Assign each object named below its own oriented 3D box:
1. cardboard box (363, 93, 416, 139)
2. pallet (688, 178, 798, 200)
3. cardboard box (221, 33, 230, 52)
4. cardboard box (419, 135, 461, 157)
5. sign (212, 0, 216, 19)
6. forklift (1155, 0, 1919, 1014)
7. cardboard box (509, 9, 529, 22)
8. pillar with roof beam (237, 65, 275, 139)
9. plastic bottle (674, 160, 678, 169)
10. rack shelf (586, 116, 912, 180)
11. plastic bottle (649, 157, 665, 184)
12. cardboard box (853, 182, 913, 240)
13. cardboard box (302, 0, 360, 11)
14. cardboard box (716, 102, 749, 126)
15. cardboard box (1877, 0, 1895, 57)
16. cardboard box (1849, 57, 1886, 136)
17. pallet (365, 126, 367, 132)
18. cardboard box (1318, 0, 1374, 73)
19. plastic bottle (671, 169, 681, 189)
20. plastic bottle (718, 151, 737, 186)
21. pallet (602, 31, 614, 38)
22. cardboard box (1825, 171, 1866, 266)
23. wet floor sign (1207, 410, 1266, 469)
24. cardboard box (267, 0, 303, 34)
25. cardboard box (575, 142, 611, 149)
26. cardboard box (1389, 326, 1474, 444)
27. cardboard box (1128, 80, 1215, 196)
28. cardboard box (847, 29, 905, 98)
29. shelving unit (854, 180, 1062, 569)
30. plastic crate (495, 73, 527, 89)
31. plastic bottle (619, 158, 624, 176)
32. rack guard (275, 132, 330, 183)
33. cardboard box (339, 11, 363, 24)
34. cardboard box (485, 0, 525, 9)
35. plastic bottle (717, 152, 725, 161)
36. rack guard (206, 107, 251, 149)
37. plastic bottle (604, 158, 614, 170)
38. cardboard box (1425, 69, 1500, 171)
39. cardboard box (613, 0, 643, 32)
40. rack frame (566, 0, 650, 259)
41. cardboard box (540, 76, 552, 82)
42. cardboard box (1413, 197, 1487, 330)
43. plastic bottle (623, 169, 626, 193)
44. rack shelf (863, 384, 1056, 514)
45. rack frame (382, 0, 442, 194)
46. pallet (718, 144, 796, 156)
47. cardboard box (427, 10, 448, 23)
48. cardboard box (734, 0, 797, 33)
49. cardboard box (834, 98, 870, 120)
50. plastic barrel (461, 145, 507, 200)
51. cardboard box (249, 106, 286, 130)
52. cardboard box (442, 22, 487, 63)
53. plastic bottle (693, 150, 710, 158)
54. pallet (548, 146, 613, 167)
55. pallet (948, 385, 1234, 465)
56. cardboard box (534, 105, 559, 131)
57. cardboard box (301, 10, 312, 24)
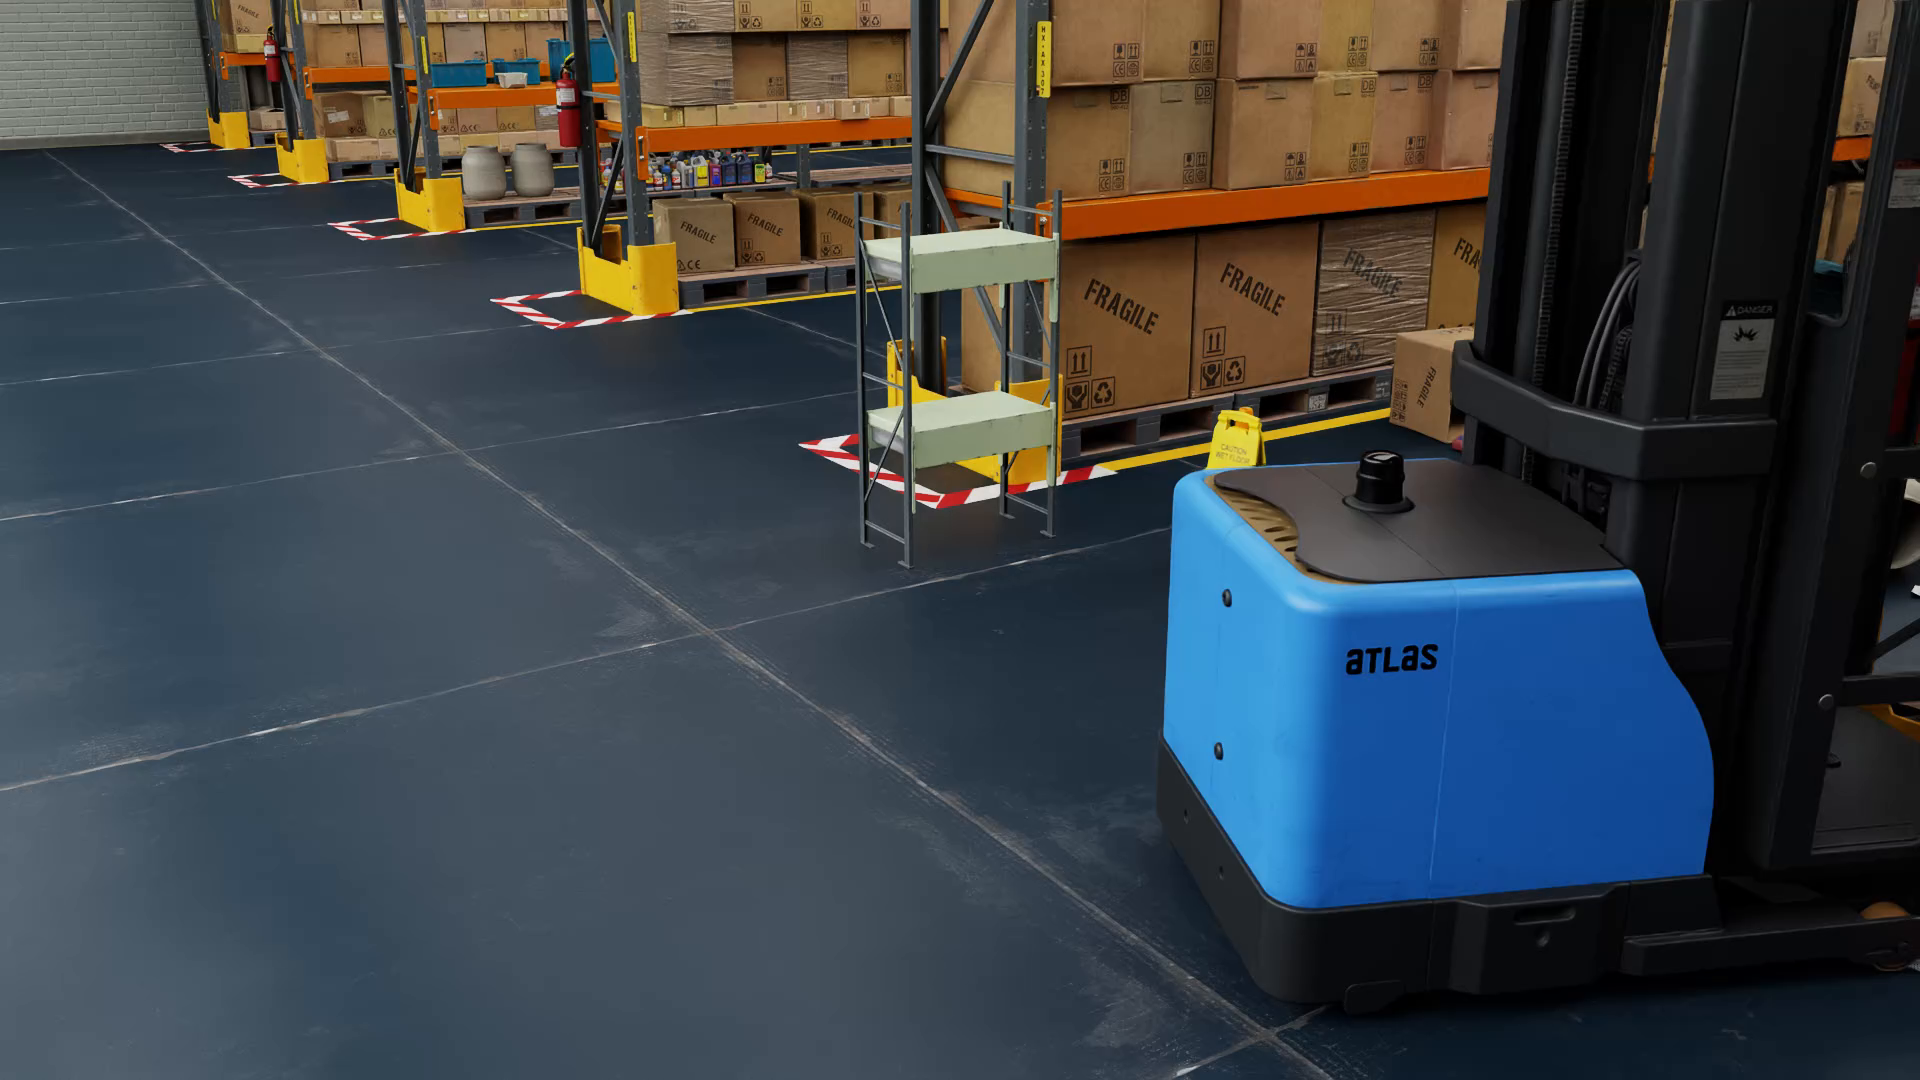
[{"bbox_3d":[-7.025,-5.237,20.519,0.500,0.500,0.500,-12,22,-31],"label":"cardboard box"},{"bbox_3d":[-2.534,-3.813,18.193,1.213,0.211,1.003,-12,22,-31],"label":"pallet"},{"bbox_3d":[-10.455,-7.259,24.235,0.500,0.250,0.500,-12,22,-31],"label":"cardboard box"},{"bbox_3d":[-6.608,-4.970,20.900,0.500,0.250,0.500,-12,22,-31],"label":"cardboard box"},{"bbox_3d":[-10.441,-7.451,23.250,0.005,0.325,0.100,-12,22,-31],"label":"sign"},{"bbox_3d":[2.120,-0.489,4.114,3.031,2.935,1.130,-3,19,-9],"label":"forklift"},{"bbox_3d":[-5.631,-6.637,21.025,0.250,0.149,0.380,-12,22,-32],"label":"cardboard box"},{"bbox_3d":[-8.263,-9.231,20.500,0.400,9.000,9.100,-12,22,-31],"label":"pillar with roof beam"},{"bbox_3d":[-2.956,-3.882,17.598,0.133,0.283,0.061,-12,22,-31],"label":"plastic bottle"},{"bbox_3d":[-0.896,-3.223,13.218,4.000,0.370,1.077,-12,22,-31],"label":"rack shelf"},{"bbox_3d":[-3.262,-3.984,17.913,0.135,0.276,0.152,-12,22,-31],"label":"plastic bottle"},{"bbox_3d":[-0.531,-2.638,13.611,0.500,0.500,0.500,-14,23,-36],"label":"cardboard box"},{"bbox_3d":[-7.571,-6.612,19.937,0.500,0.500,0.700,-12,22,-31],"label":"cardboard box"},{"bbox_3d":[-1.761,-3.158,12.294,0.250,0.149,0.380,-12,22,-31],"label":"cardboard box"},{"bbox_3d":[6.378,-3.721,11.850,0.500,0.500,0.700,-12,22,-32],"label":"cardboard box"},{"bbox_3d":[6.113,-3.085,11.530,0.500,0.500,0.500,-12,22,-31],"label":"cardboard box"},{"bbox_3d":[-8.960,-6.226,25.331,1.213,0.211,1.003,-12,22,-31],"label":"pallet"},{"bbox_3d":[1.730,-2.817,8.972,0.500,0.550,0.875,-12,22,-31],"label":"cardboard box"},{"bbox_3d":[-2.981,-3.787,17.444,0.097,0.201,0.097,0,19,0],"label":"plastic bottle"},{"bbox_3d":[-2.489,-3.970,17.754,0.185,0.351,0.144,-13,23,-34],"label":"plastic bottle"},{"bbox_3d":[-5.689,-8.145,26.953,1.213,0.211,1.003,-12,22,-31],"label":"pallet"},{"bbox_3d":[6.200,-2.326,12.299,0.750,0.750,1.050,-12,22,-32],"label":"cardboard box"},{"bbox_3d":[1.142,-0.217,6.879,0.232,0.644,0.267,-17,25,-41],"label":"wet floor sign"},{"bbox_3d":[-9.757,-7.568,23.979,0.500,0.500,0.500,-12,22,-31],"label":"cardboard box"},{"bbox_3d":[-4.938,-5.323,21.943,0.500,0.250,0.500,-12,22,-31],"label":"cardboard box"},{"bbox_3d":[2.686,-0.841,8.947,0.500,0.500,0.500,-8,20,-22],"label":"cardboard box"},{"bbox_3d":[0.809,-2.118,8.593,0.550,0.550,0.875,-12,22,-31],"label":"cardboard box"},{"bbox_3d":[-0.875,-3.771,13.095,0.500,0.500,0.875,-12,22,-31],"label":"cardboard box"},{"bbox_3d":[-0.006,-0.709,7.001,0.755,1.500,0.431,-12,22,-31],"label":"shelving unit"},{"bbox_3d":[-4.366,-4.483,16.233,0.250,0.136,0.298,-12,22,-31],"label":"plastic crate"},{"bbox_3d":[-3.656,-3.957,17.831,0.135,0.276,0.152,-13,22,-33],"label":"plastic bottle"},{"bbox_3d":[-8.032,-4.673,20.288,0.348,0.500,1.175,-12,22,-31],"label":"rack guard"},{"bbox_3d":[-7.346,-6.275,19.954,0.250,0.149,0.380,-13,22,-33],"label":"cardboard box"},{"bbox_3d":[-5.878,-6.971,21.000,0.500,0.500,0.700,-12,22,-31],"label":"cardboard box"},{"bbox_3d":[-2.653,-4.131,18.335,0.133,0.283,0.061,-12,22,-31],"label":"plastic bottle"},{"bbox_3d":[-10.676,-6.015,24.258,0.348,0.500,1.175,-12,22,-31],"label":"rack guard"},{"bbox_3d":[-3.713,-3.907,17.673,0.133,0.283,0.061,-12,22,-31],"label":"plastic bottle"},{"bbox_3d":[2.669,-2.471,9.638,0.550,0.550,0.875,-12,22,-31],"label":"cardboard box"},{"bbox_3d":[-2.243,-4.036,12.319,0.500,0.500,0.500,-12,22,-31],"label":"cardboard box"},{"bbox_3d":[-2.566,-3.211,12.061,0.127,3.000,1.000,-12,22,-31],"label":"rack frame"},{"bbox_3d":[-6.427,-7.483,26.740,0.500,0.250,0.500,-12,22,-33],"label":"cardboard box"},{"bbox_3d":[2.854,-1.672,10.168,0.875,0.875,0.875,-12,22,-31],"label":"cardboard box"},{"bbox_3d":[-3.406,-3.729,17.145,0.133,0.283,0.061,-11,22,-31],"label":"plastic bottle"},{"bbox_3d":[-0.006,-0.400,7.106,0.720,0.370,0.431,-12,22,-31],"label":"rack shelf"},{"bbox_3d":[-5.291,-4.536,15.979,0.127,3.000,1.000,-12,22,-31],"label":"rack frame"},{"bbox_3d":[-3.057,-5.602,23.485,1.213,0.211,1.003,-12,22,-31],"label":"pallet"},{"bbox_3d":[-6.491,-6.455,20.487,0.250,0.149,0.380,-12,22,-32],"label":"cardboard box"},{"bbox_3d":[-1.536,-3.984,12.163,0.500,0.500,0.500,-12,22,-31],"label":"cardboard box"},{"bbox_3d":[-0.891,-3.317,12.765,0.250,0.149,0.380,-12,22,-31],"label":"cardboard box"},{"bbox_3d":[-4.783,-3.693,16.714,0.421,0.512,0.421,0,19,0],"label":"plastic barrel"},{"bbox_3d":[-10.112,-6.219,24.467,0.500,0.311,0.500,-15,24,-37],"label":"cardboard box"},{"bbox_3d":[-6.323,-6.261,20.926,0.500,0.500,0.700,-11,22,-30],"label":"cardboard box"},{"bbox_3d":[-2.852,-4.163,18.325,0.185,0.351,0.144,-11,22,-30],"label":"plastic bottle"},{"bbox_3d":[-5.358,-5.117,22.050,1.213,0.211,1.003,-12,22,-31],"label":"pallet"},{"bbox_3d":[0.702,-0.708,9.009,1.213,0.211,1.003,-12,22,-31],"label":"pallet"},{"bbox_3d":[-5.362,-5.593,21.571,0.500,0.500,0.500,-12,22,-31],"label":"cardboard box"},{"bbox_3d":[-7.797,-6.335,20.130,0.250,0.149,0.380,-12,22,-32],"label":"cardboard box"}]
